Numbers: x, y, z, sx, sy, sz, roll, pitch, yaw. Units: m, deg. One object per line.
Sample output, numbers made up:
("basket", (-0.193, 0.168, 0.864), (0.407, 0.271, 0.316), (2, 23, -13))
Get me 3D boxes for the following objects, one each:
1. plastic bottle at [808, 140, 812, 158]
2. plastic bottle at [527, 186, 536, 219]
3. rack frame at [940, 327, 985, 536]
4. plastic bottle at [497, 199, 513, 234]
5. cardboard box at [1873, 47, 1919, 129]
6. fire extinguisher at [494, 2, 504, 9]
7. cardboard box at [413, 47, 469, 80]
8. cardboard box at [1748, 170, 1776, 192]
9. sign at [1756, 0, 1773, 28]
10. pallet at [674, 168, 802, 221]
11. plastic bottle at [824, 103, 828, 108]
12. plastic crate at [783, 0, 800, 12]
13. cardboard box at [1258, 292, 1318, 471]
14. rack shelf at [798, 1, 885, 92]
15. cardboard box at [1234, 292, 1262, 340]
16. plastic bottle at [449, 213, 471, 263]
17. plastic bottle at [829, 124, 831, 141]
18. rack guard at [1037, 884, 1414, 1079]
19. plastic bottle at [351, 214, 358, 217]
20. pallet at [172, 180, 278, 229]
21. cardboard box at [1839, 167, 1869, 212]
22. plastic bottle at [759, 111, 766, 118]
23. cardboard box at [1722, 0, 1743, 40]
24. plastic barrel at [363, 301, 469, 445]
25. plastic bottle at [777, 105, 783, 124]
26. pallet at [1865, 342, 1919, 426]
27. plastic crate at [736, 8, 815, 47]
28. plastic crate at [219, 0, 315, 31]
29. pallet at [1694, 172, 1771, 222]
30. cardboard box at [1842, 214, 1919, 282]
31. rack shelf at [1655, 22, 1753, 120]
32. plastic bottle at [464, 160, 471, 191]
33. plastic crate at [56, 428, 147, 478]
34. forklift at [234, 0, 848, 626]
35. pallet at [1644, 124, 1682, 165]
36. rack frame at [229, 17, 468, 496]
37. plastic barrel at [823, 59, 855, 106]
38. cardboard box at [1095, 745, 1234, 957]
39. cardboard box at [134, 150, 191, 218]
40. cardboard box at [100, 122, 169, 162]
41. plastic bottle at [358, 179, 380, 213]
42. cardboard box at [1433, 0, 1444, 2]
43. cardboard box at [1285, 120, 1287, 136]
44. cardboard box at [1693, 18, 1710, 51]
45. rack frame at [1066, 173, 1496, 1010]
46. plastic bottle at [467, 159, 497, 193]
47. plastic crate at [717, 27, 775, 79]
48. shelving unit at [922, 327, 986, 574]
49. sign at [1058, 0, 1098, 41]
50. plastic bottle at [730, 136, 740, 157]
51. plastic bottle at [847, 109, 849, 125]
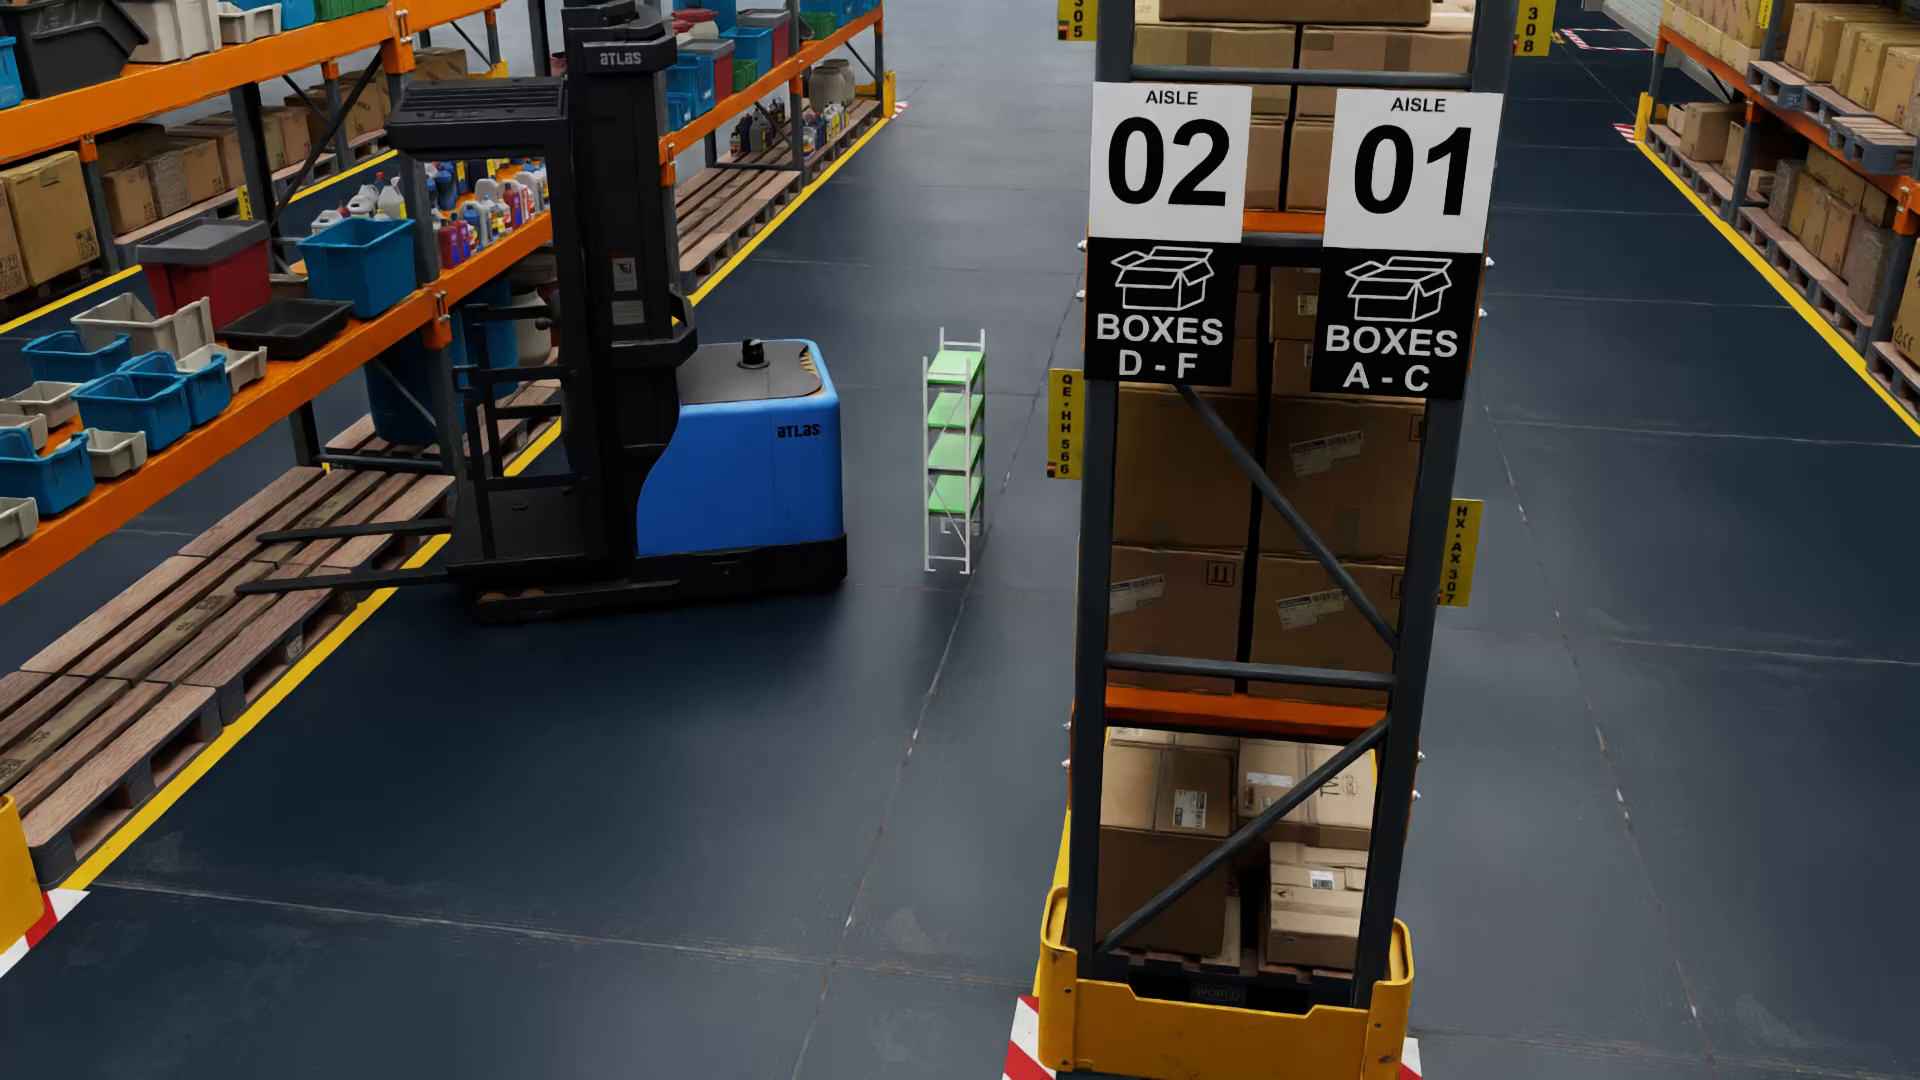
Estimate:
("plastic bottle", (-1.581, -4.049, 17.144), (0.097, 0.201, 0.097), (0, 25, 0))
("plastic bottle", (-2.741, -2.137, 10.512), (0.097, 0.201, 0.097), (0, 25, 0))
("rack frame", (0.013, -0.576, 9.066), (0.240, 1.200, 0.015), (4, 25, 9))
("plastic bottle", (-2.801, -1.984, 10.185), (0.097, 0.201, 0.097), (0, 25, 0))
("cardboard box", (7.169, -3.290, 12.104), (0.700, 0.500, 0.500), (2, 25, 4))
("fire extinguisher", (-5.842, -6.969, 20.691), (0.296, 0.674, 0.183), (4, 25, 9))
("cardboard box", (-6.434, -5.786, 20.526), (0.500, 0.500, 0.500), (9, 27, 18))
("cardboard box", (7.749, -3.427, 15.857), (0.380, 0.166, 0.250), (1, 25, 2))
("sign", (7.155, -4.712, 14.757), (0.100, 0.325, 0.005), (4, 25, 9))
("pallet", (-2.173, -3.378, 16.217), (1.003, 0.211, 1.213), (4, 25, 9))
("plastic bottle", (-1.470, -4.719, 18.479), (0.061, 0.283, 0.133), (4, 25, 9))
("plastic crate", (-1.893, -6.173, 19.212), (0.298, 0.136, 0.250), (4, 25, 9))
("cardboard box", (1.253, -0.493, 5.467), (0.500, 0.500, 0.500), (4, 25, 9))
("rack shelf", (-1.756, -5.483, 18.273), (1.077, 0.370, 4.000), (4, 25, 9))
("cardboard box", (0.726, -0.523, 5.532), (0.500, 0.500, 0.500), (5, 25, 10))
("plastic bottle", (-2.887, -1.753, 9.594), (0.061, 0.283, 0.133), (4, 25, 9))
("plastic bottle", (-1.441, -4.408, 17.912), (0.097, 0.201, 0.097), (0, 25, 0))
("rack guard", (0.855, 1.492, 5.473), (1.175, 0.500, 0.348), (4, 25, 9))
("plastic bottle", (-3.571, -1.825, 9.846), (0.097, 0.201, 0.097), (0, 25, 0))
("pallet", (-7.292, -3.215, 15.869), (1.003, 0.211, 1.213), (4, 25, 9))
("cardboard box", (7.338, -2.774, 13.182), (0.500, 0.250, 0.500), (4, 25, 8))
("plastic bottle", (-2.147, -4.510, 18.041), (0.152, 0.276, 0.135), (4, 25, 9))
("cardboard box", (7.539, -4.995, 15.651), (0.500, 0.500, 0.500), (4, 25, 8))
("plastic barrel", (-3.284, -1.092, 10.025), (0.600, 0.901, 0.708), (4, 25, 9))
("plastic bottle", (-2.050, -4.797, 18.741), (0.097, 0.201, 0.097), (0, 25, 0))
("pallet", (6.834, -1.025, 11.191), (1.003, 0.211, 1.213), (4, 25, 9))
("plastic crate", (-1.872, -5.154, 16.796), (0.767, 0.338, 0.504), (4, 25, 9))
("plastic crate", (-3.224, -2.506, 7.724), (0.416, 0.233, 0.300), (4, 25, 9))
("pallet", (7.766, -3.306, 16.064), (1.003, 0.211, 1.213), (4, 25, 9))
("cardboard box", (7.303, -2.192, 12.824), (0.700, 0.500, 0.500), (4, 25, 8))
("rack shelf", (8.018, -4.796, 16.807), (1.077, 0.370, 4.000), (4, 25, 9))
("plastic bottle", (-3.353, -2.504, 11.208), (0.152, 0.276, 0.135), (4, 25, 9))
("plastic crate", (-3.434, -0.353, 6.707), (0.250, 0.136, 0.298), (4, 25, 9))
("forklift", (-2.159, -1.139, 8.226), (3.031, 2.935, 1.130), (-5, 26, -11))
("pallet", (8.165, -4.326, 18.244), (1.003, 0.211, 1.213), (4, 25, 9))
("rack frame", (-3.390, -1.626, 9.186), (1.000, 3.000, 0.127), (4, 25, 9))
("plastic barrel", (-1.461, -5.428, 19.747), (0.421, 0.512, 0.421), (0, 25, 0))
("cardboard box", (0.688, 1.080, 5.834), (0.500, 0.500, 0.500), (4, 25, 9))
("cardboard box", (-7.455, -3.224, 15.029), (0.700, 0.500, 0.500), (2, 25, 4))
("cardboard box", (-7.466, -3.554, 14.849), (0.500, 0.250, 0.500), (7, 26, 14))
("plastic bottle", (-3.563, -2.011, 10.066), (0.144, 0.351, 0.185), (4, 25, 9))
("cardboard box", (1.075, -1.884, 4.902), (0.700, 0.500, 0.500), (4, 25, 9))
("cardboard box", (1.352, -1.514, 5.584), (0.500, 0.250, 0.500), (4, 25, 9))
("cardboard box", (7.707, -5.075, 16.708), (0.500, 0.250, 0.500), (4, 25, 9))
("rack frame", (0.842, 0.392, 4.875), (1.000, 3.000, 0.127), (4, 25, 9))
("plastic bottle", (-3.211, -2.517, 11.148), (0.144, 0.351, 0.185), (4, 25, 9))
("plastic crate", (-1.956, -4.482, 15.305), (0.392, 0.384, 0.575), (4, 25, 9))
("shelving unit", (-0.027, -0.474, 8.848), (0.258, 1.200, 0.503), (4, 25, 9))
("sign", (0.298, -1.415, 4.151), (0.100, 0.325, 0.005), (4, 25, 9))
("plastic bottle", (-2.331, -4.077, 17.204), (0.097, 0.201, 0.097), (0, 25, 0))
("plastic bottle", (-1.297, -4.778, 18.702), (0.097, 0.201, 0.097), (0, 25, 0))
